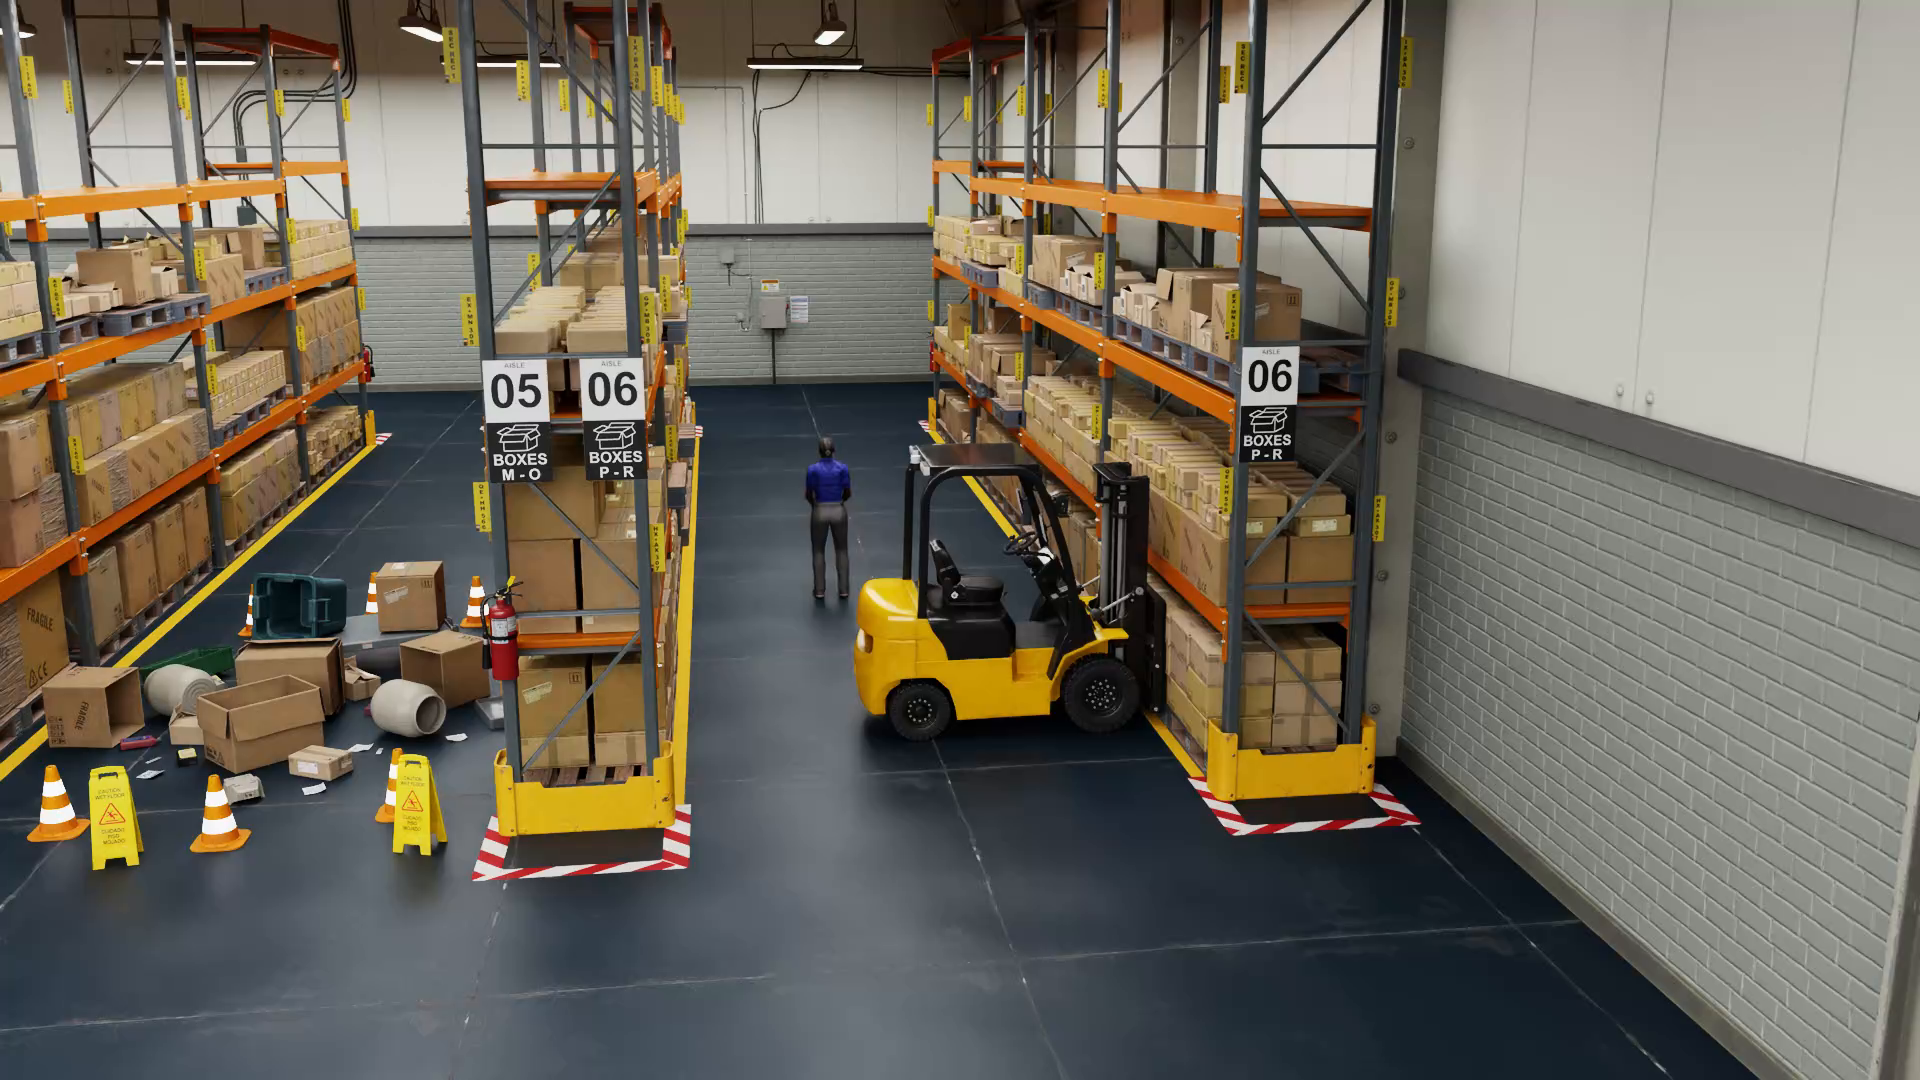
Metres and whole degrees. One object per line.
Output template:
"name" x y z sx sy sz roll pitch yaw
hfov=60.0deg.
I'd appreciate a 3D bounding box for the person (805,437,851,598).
"person" -1.353 -0.250 17.045 0.472 1.660 0.466 -2 13 -9
